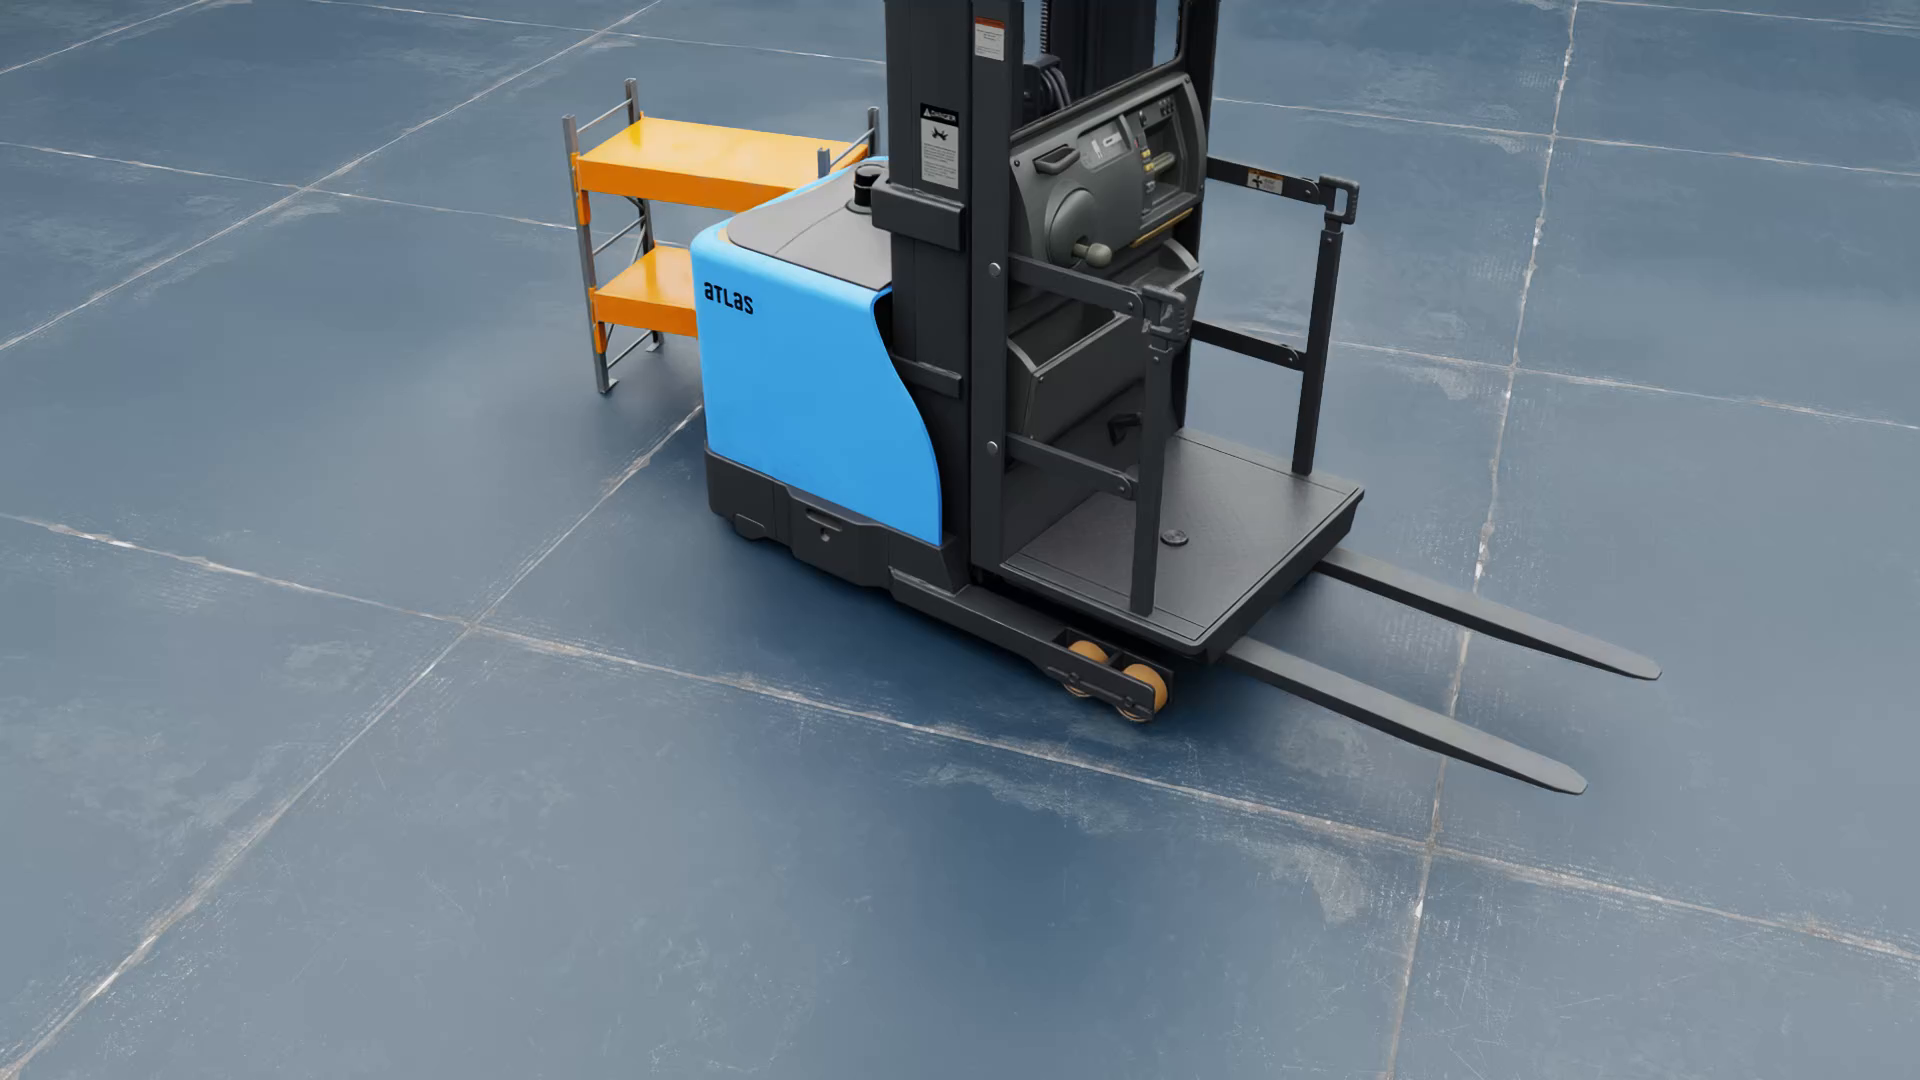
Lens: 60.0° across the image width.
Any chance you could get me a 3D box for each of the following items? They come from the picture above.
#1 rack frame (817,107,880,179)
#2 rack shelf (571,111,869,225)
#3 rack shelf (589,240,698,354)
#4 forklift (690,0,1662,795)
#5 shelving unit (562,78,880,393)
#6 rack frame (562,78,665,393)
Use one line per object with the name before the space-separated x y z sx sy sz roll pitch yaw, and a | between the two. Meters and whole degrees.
rack frame | -0.398 -1.004 6.268 0.032 1.125 0.500 11 34 17
rack shelf | -0.876 -1.344 6.255 1.000 0.278 0.538 11 34 17
rack shelf | -0.876 -0.893 6.546 1.000 0.278 0.538 11 34 17
forklift | 0.605 -1.023 4.632 3.031 2.935 1.130 22 39 30
shelving unit | -0.876 -1.098 6.414 1.048 1.125 0.538 11 34 17
rack frame | -1.354 -1.192 6.559 0.032 1.125 0.500 11 34 17
